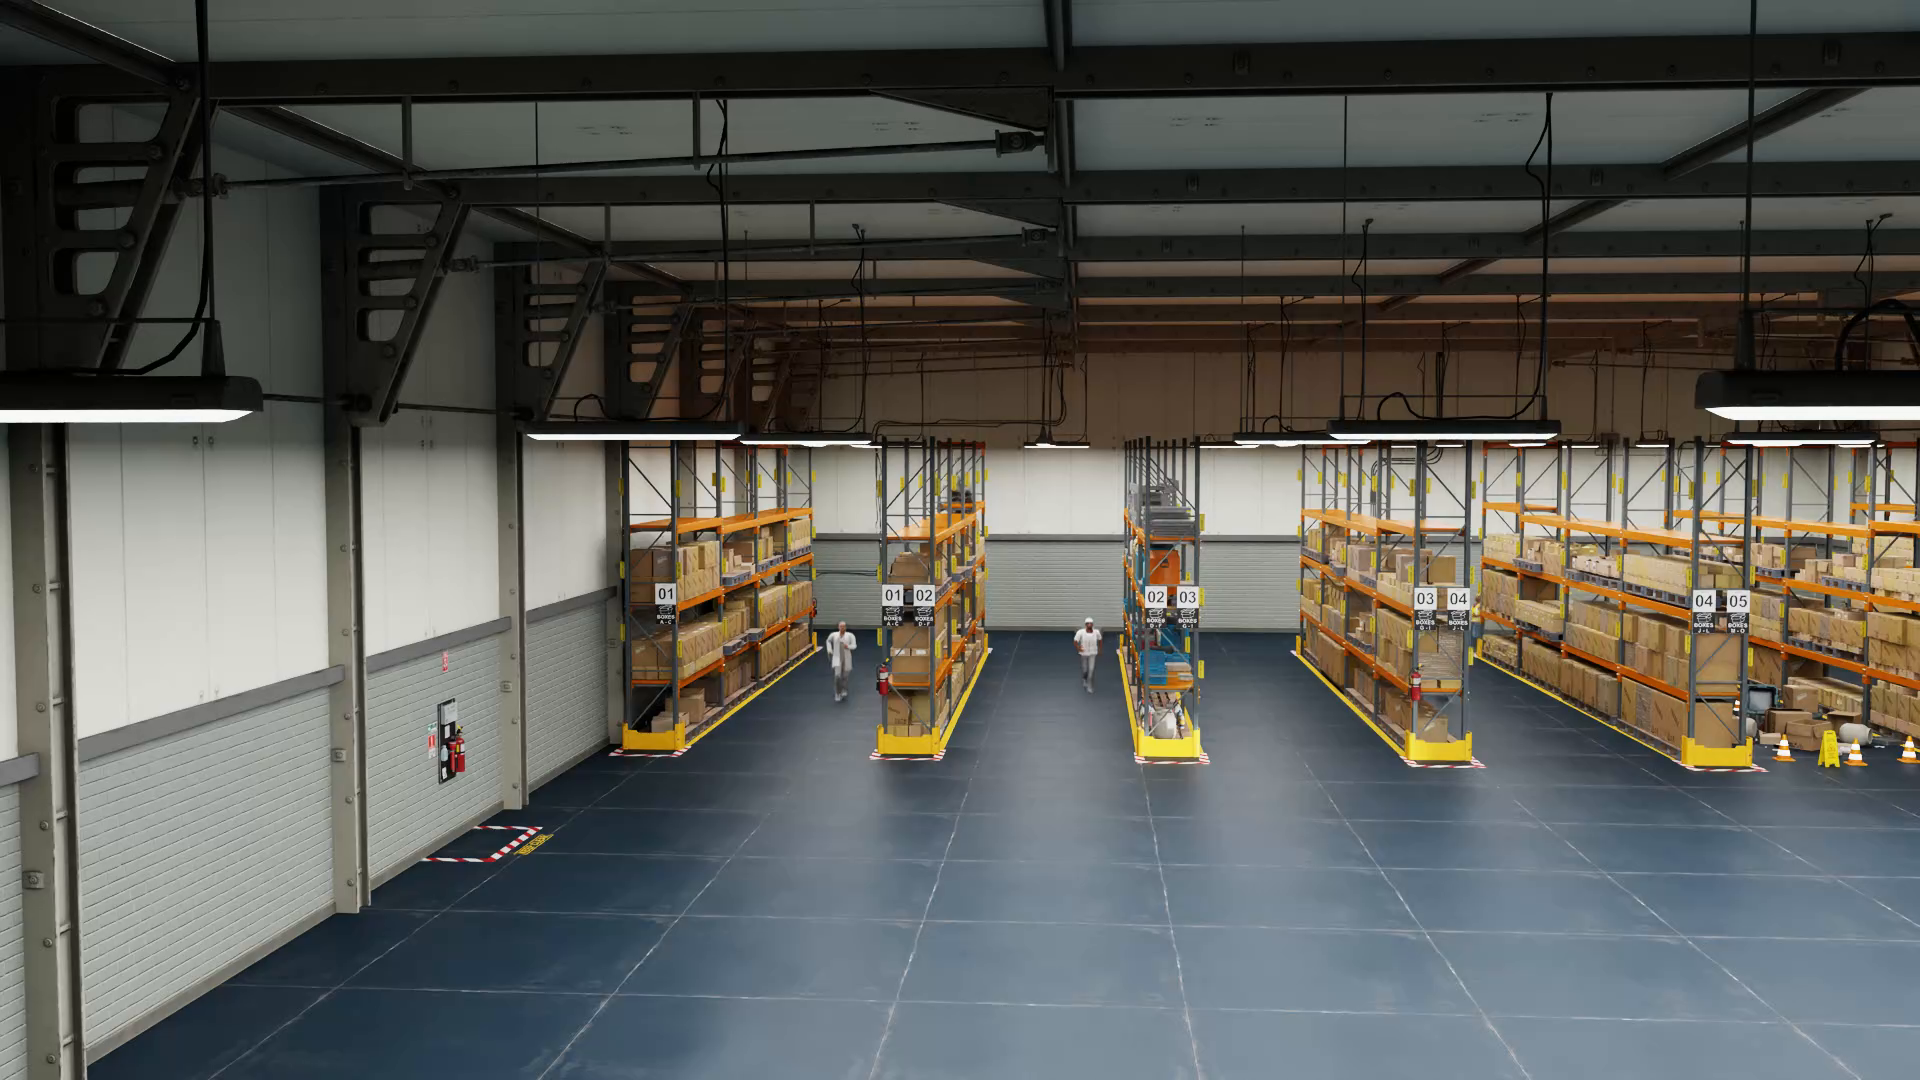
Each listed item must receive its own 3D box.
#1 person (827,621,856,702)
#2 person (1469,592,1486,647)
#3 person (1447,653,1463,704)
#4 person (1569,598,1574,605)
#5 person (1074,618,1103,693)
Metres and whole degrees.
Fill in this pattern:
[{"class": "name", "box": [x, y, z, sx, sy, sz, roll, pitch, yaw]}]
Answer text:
[{"class": "person", "box": [-2.720, 2.796, 38.263, 0.670, 1.844, 0.829, 0, 3, -8]}, {"class": "person", "box": [14.690, 2.343, 47.330, 0.743, 1.739, 0.763, -1, 3, -10]}, {"class": "person", "box": [11.210, 2.910, 38.080, 0.723, 1.581, 0.983, 0, 3, 2]}, {"class": "person", "box": [16.585, 2.458, 45.245, 0.553, 1.748, 0.825, 0, 3, -1]}, {"class": "person", "box": [3.062, 2.731, 39.682, 0.703, 1.758, 0.853, 0, 3, 2]}]
